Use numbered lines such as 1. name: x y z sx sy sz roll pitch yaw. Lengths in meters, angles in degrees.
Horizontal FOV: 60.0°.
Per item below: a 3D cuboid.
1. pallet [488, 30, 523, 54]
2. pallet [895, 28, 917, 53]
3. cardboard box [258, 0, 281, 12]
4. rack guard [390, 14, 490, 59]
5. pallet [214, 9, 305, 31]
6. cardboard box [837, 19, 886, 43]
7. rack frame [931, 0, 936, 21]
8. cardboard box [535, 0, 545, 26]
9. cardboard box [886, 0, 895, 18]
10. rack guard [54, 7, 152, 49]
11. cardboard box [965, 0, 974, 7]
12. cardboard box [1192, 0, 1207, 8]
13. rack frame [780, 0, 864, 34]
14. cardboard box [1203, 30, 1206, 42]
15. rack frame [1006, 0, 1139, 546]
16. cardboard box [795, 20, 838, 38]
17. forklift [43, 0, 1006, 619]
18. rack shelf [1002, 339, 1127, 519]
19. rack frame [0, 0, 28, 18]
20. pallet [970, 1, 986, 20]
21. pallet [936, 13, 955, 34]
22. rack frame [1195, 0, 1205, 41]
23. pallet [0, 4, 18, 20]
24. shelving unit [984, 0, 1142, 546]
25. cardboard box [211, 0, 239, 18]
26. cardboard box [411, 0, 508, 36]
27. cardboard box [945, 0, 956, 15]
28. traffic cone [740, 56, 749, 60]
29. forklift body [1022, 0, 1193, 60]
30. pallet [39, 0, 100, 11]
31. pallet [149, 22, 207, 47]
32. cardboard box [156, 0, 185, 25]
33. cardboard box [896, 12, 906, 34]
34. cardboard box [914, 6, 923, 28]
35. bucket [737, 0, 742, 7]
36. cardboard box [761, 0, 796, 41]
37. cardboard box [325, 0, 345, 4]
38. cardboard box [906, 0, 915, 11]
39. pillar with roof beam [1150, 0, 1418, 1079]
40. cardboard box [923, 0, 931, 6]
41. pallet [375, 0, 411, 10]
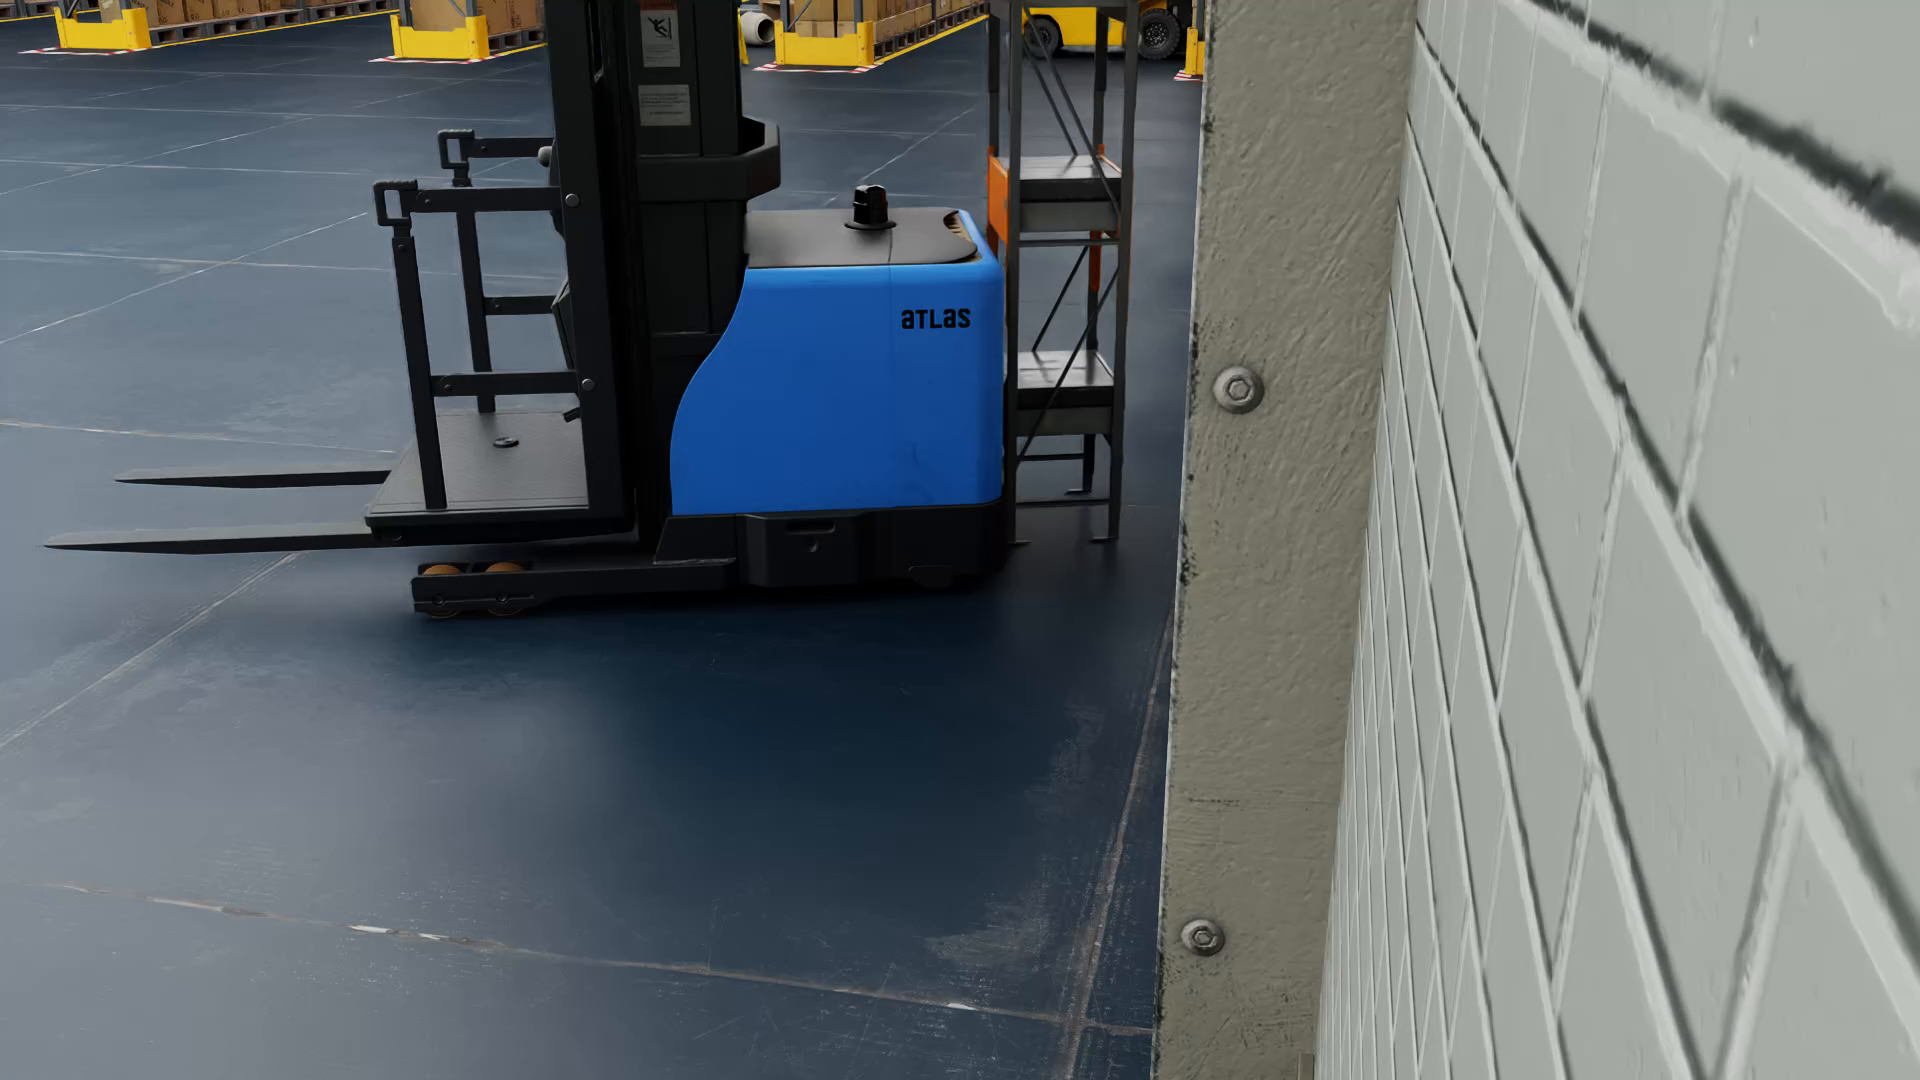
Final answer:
1. pallet: -6.438 -6.502 21.704 1.003 0.211 1.213 4 22 11
2. pallet: -1.191 -6.630 22.022 1.003 0.211 1.213 4 22 11
3. cardboard box: -10.664 -8.267 25.137 0.500 0.500 0.500 4 22 9
4. rack guard: -6.529 -6.329 20.887 1.175 0.500 0.348 4 22 11
5. pallet: -10.645 -7.833 25.009 1.003 0.211 1.213 4 22 11
6. cardboard box: -1.222 -6.350 20.712 0.500 0.250 0.500 4 22 10
7. rack frame: -0.841 -8.619 23.229 1.000 3.000 0.127 4 22 11
8. cardboard box: -6.085 -7.614 23.015 0.875 0.875 0.875 5 22 11
9. cardboard box: -1.116 -6.898 21.069 0.500 0.500 0.500 4 22 9
10. rack guard: -11.344 -6.780 22.008 1.175 0.500 0.348 4 22 11
11. cardboard box: -0.293 -8.582 26.091 0.950 0.372 0.625 4 22 10
12. cardboard box: 2.991 -6.355 19.386 0.500 0.250 0.500 5 23 13
13. rack frame: -1.658 -7.157 19.597 1.000 3.000 0.127 4 22 11
14. cardboard box: 2.989 -5.895 19.582 0.500 0.250 0.500 5 22 11
15. rack frame: 0.357 -0.966 5.430 0.400 2.100 0.015 -3 22 -6
16. cardboard box: -1.751 -6.401 20.838 0.500 0.250 0.500 4 22 11
17. forklift: -1.402 -1.319 5.195 3.031 2.935 1.130 -2 22 -6
18. rack shelf: 0.328 -0.395 5.922 0.431 0.518 0.480 -3 22 -6
19. rack frame: -15.392 -9.752 26.042 1.000 3.000 0.127 4 22 11
20. pallet: -0.186 -8.503 26.673 1.003 0.211 1.213 4 22 11
21. pallet: -0.684 -7.611 24.457 1.003 0.211 1.213 4 22 11
22. rack frame: 3.202 -6.780 18.660 1.000 3.000 0.127 4 22 11
23. pallet: -15.570 -8.217 25.961 1.003 0.211 1.213 4 22 11
24. shelving unit: 0.328 -1.057 5.655 0.431 2.100 0.503 -3 22 -6
25. cardboard box: -10.823 -7.824 24.037 0.500 0.500 0.500 2 22 6
26. cardboard box: -6.450 -6.959 21.388 0.875 0.875 0.875 5 22 11
27. cardboard box: -0.593 -8.050 24.772 0.950 0.372 0.625 6 23 14
28. traffic cone: -2.833 -6.235 20.705 0.336 0.463 0.334 4 22 11
29. forklift body: 1.803 -7.218 20.886 2.313 2.155 1.214 4 22 11
30. pallet: -15.023 -9.197 28.395 1.003 0.211 1.213 4 22 11
31. pallet: -11.143 -6.941 22.793 1.003 0.211 1.213 4 22 11
32. cardboard box: -11.127 -7.396 22.974 0.500 0.500 0.500 11 24 25
33. cardboard box: -1.012 -6.736 21.672 0.500 0.250 0.500 6 23 15
34. cardboard box: -0.798 -7.107 22.591 0.500 0.250 0.500 4 22 9
35. bucket: -3.479 -7.921 23.842 0.726 0.611 0.620 13 15 29
36. cardboard box: -2.392 -7.173 22.980 0.500 0.500 0.500 -16 27 -35
37. cardboard box: -10.281 -8.815 26.472 0.700 0.500 0.500 4 22 11
38. cardboard box: -0.904 -7.277 22.010 0.500 0.500 0.500 6 23 14
39. pillar with roof beam: -3.661 -3.493 2.471 9.100 9.000 0.400 4 22 11
40. cardboard box: -0.699 -7.650 22.936 0.500 0.500 0.500 4 22 10
41. pallet: -9.888 -9.259 28.549 1.003 0.211 1.213 4 22 11
